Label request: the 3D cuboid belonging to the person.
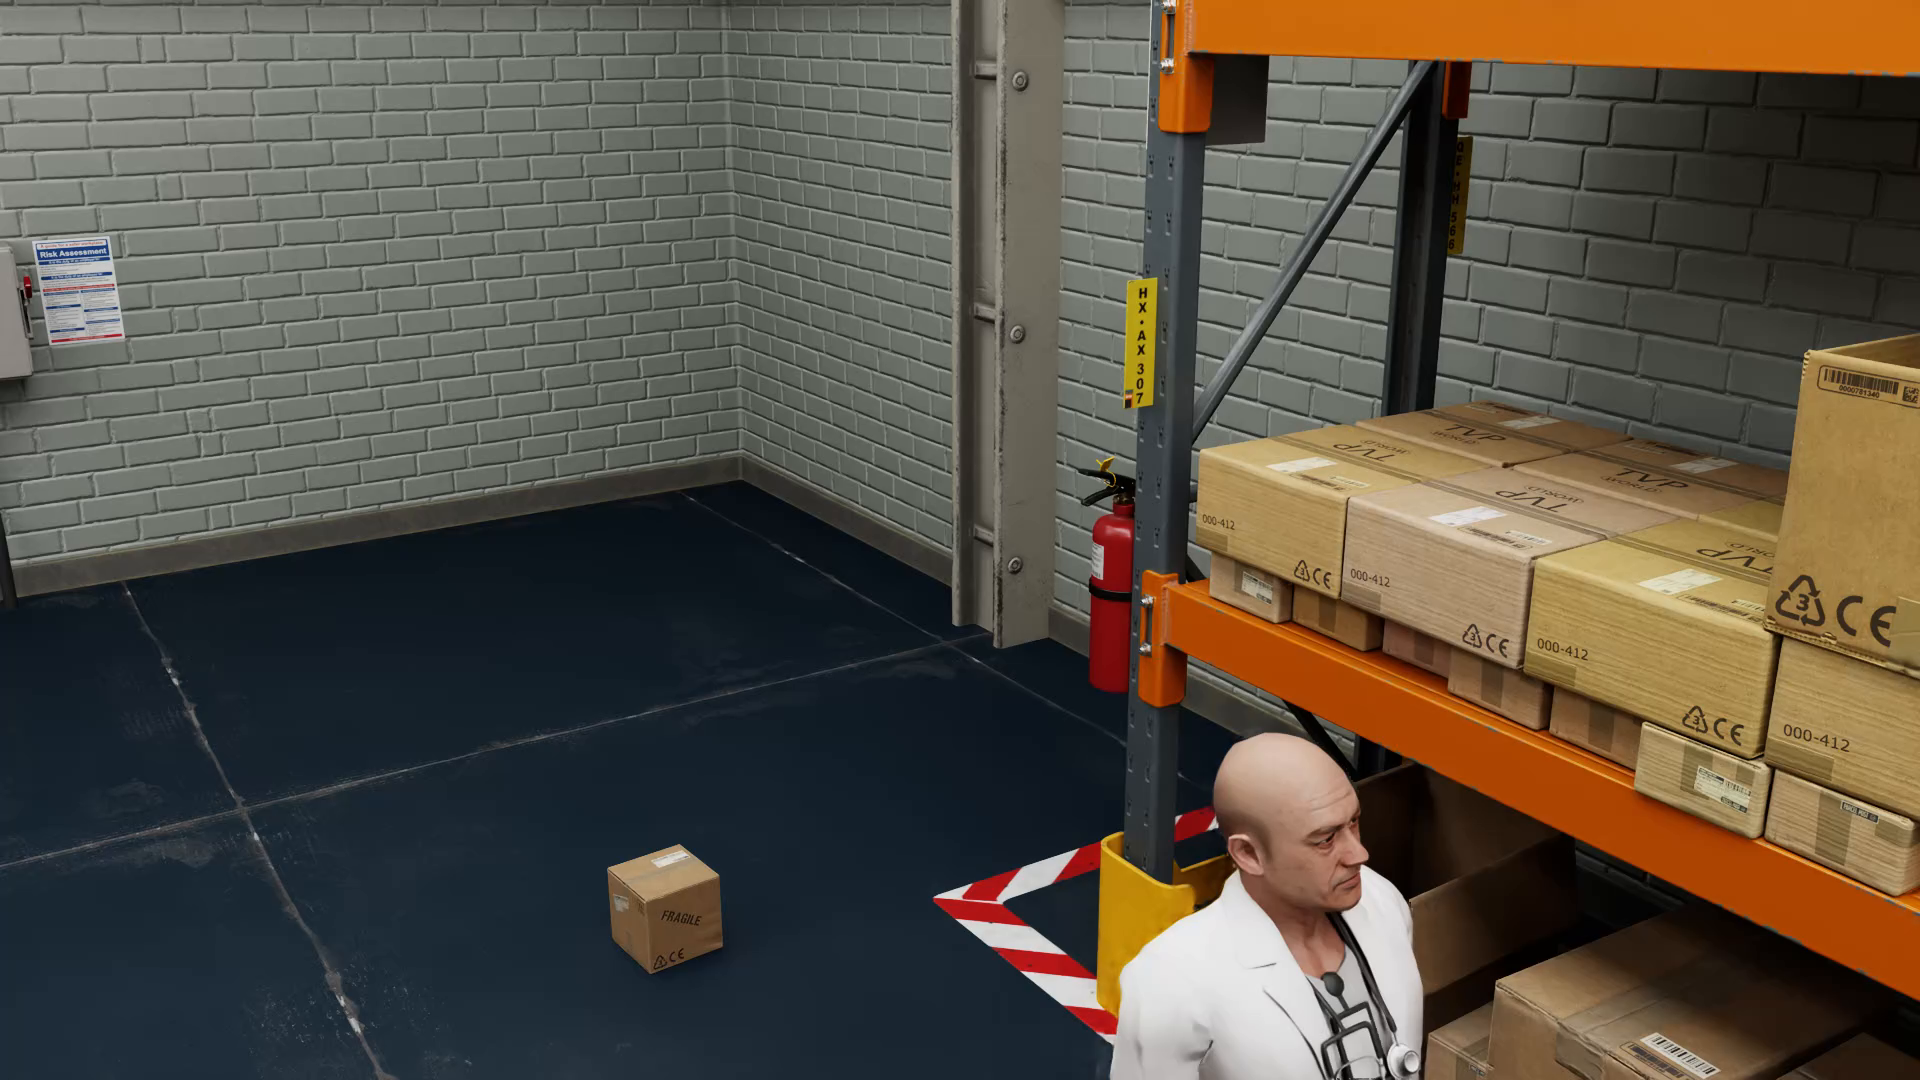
[{"bbox_3d":[0.473,1.106,2.570,0.590,1.759,0.756,-13,22,-34],"label":"person"}]
